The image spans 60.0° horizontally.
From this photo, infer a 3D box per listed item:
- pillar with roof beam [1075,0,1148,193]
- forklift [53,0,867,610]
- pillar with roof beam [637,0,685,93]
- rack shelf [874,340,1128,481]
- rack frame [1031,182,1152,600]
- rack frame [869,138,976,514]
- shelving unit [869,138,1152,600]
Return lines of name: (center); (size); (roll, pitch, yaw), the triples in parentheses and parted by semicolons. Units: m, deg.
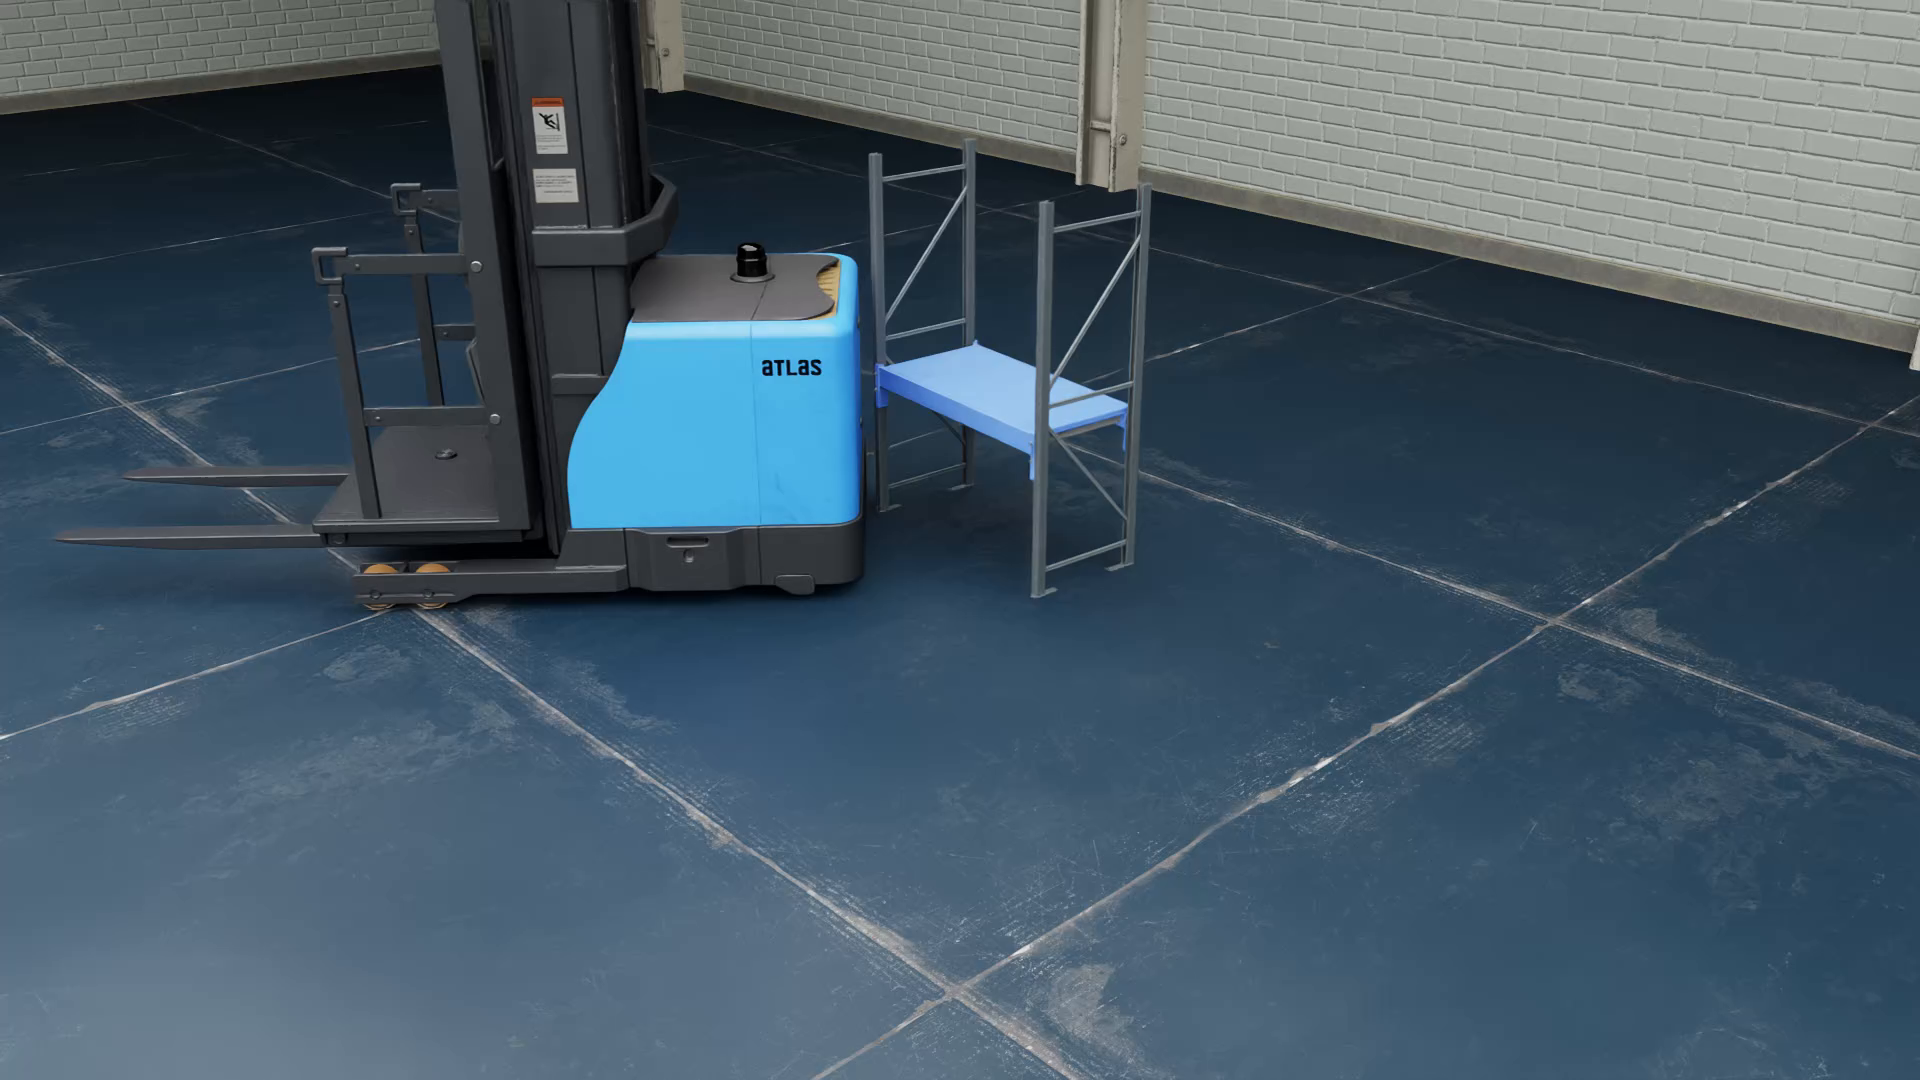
pillar with roof beam: (-2.017, -5.577, 8.132); (9.100, 9.000, 0.400); (-21, 32, -38)
forklift: (-1.895, -1.297, 6.062); (3.031, 2.935, 1.130); (-1, 25, -2)
pillar with roof beam: (-6.118, -7.394, 12.117); (9.100, 9.000, 0.400); (-21, 32, -38)
rack shelf: (0.165, -0.529, 6.536); (0.538, 0.185, 1.000); (-18, 30, -34)
rack frame: (0.475, -0.526, 6.095); (0.500, 1.500, 0.032); (-18, 30, -34)
rack frame: (-0.144, -0.860, 6.828); (0.500, 1.500, 0.032); (-18, 30, -34)
shelving unit: (0.165, -0.693, 6.462); (0.538, 1.500, 1.048); (-18, 30, -34)
